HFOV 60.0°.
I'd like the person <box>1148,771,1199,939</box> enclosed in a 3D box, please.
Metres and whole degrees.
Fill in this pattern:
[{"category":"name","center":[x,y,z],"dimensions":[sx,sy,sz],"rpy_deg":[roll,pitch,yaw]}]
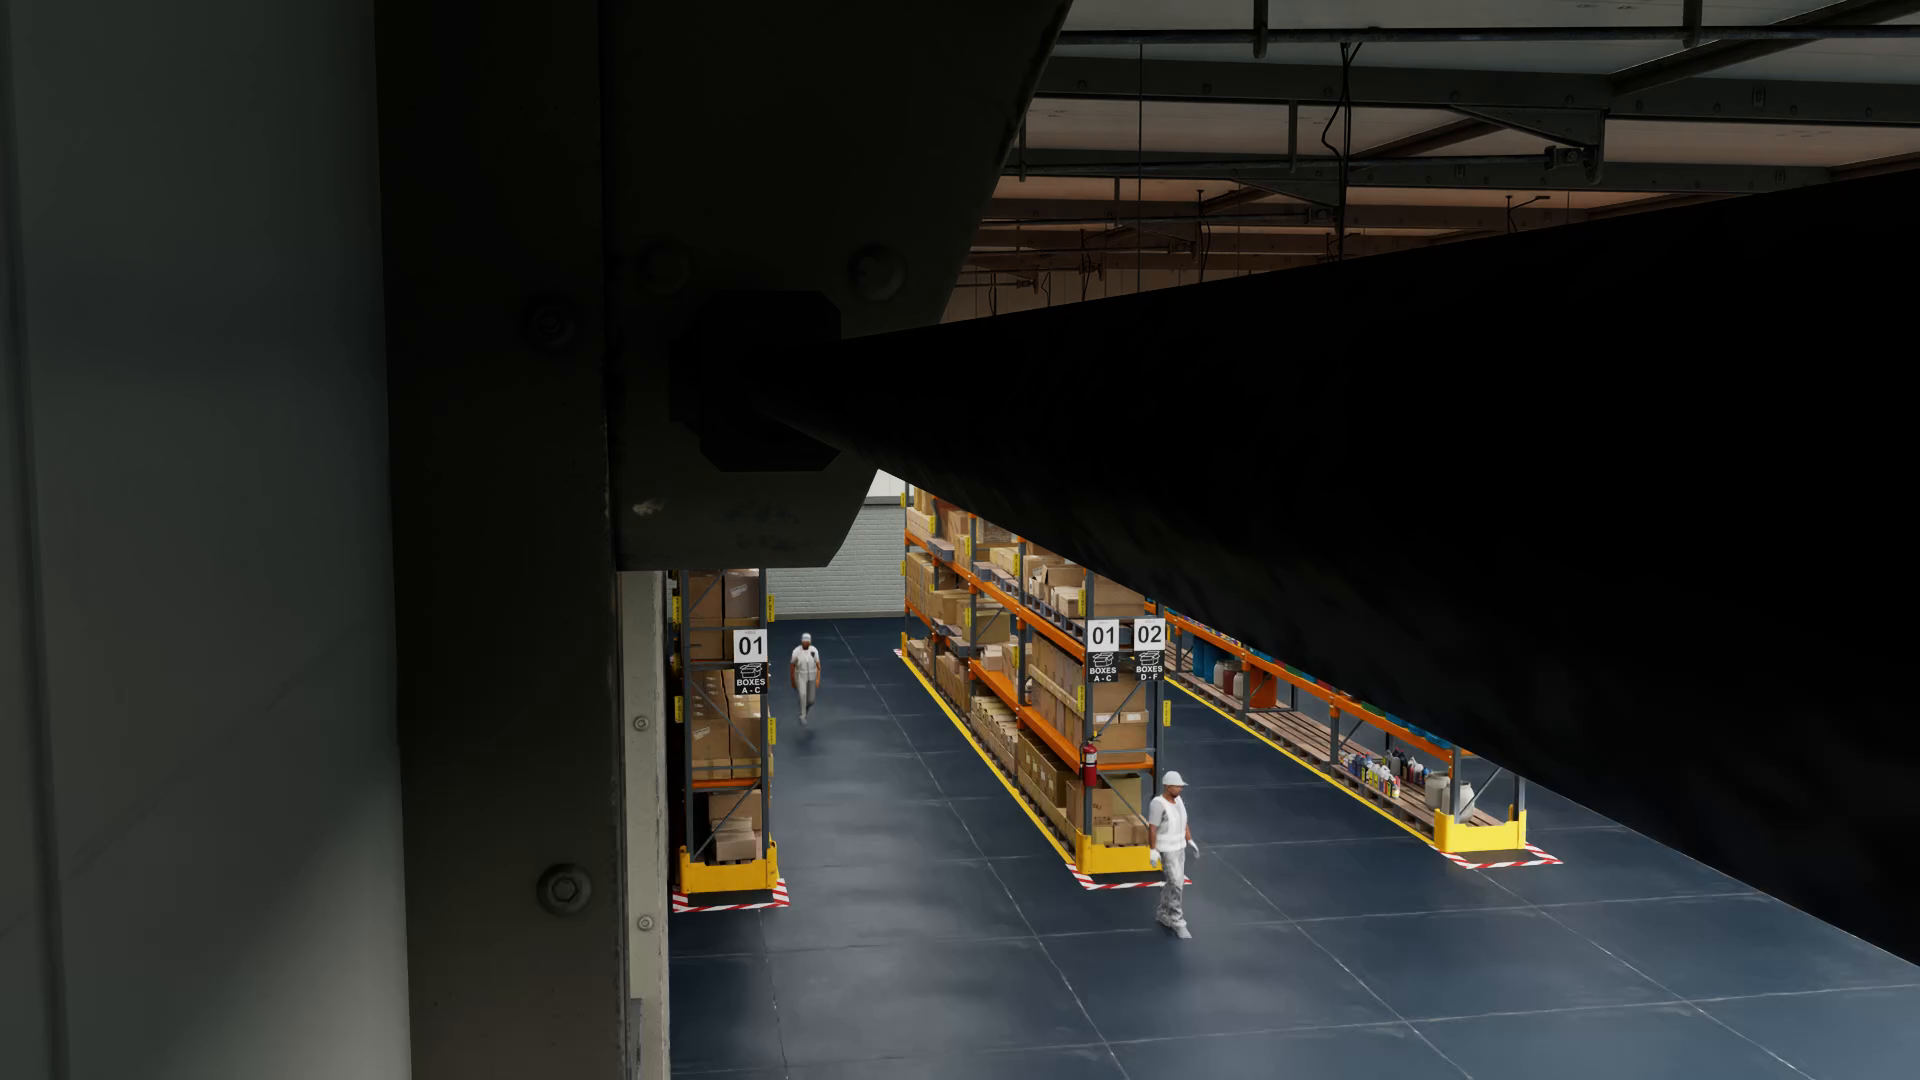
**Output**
[{"category":"person","center":[2.442,3.527,18.713],"dimensions":[0.592,1.832,0.581],"rpy_deg":[4,7,36]}]

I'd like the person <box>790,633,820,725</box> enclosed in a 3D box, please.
[{"category":"person","center":[-2.644,2.359,28.656],"dimensions":[0.515,1.510,1.042],"rpy_deg":[-2,6,-22]}]
